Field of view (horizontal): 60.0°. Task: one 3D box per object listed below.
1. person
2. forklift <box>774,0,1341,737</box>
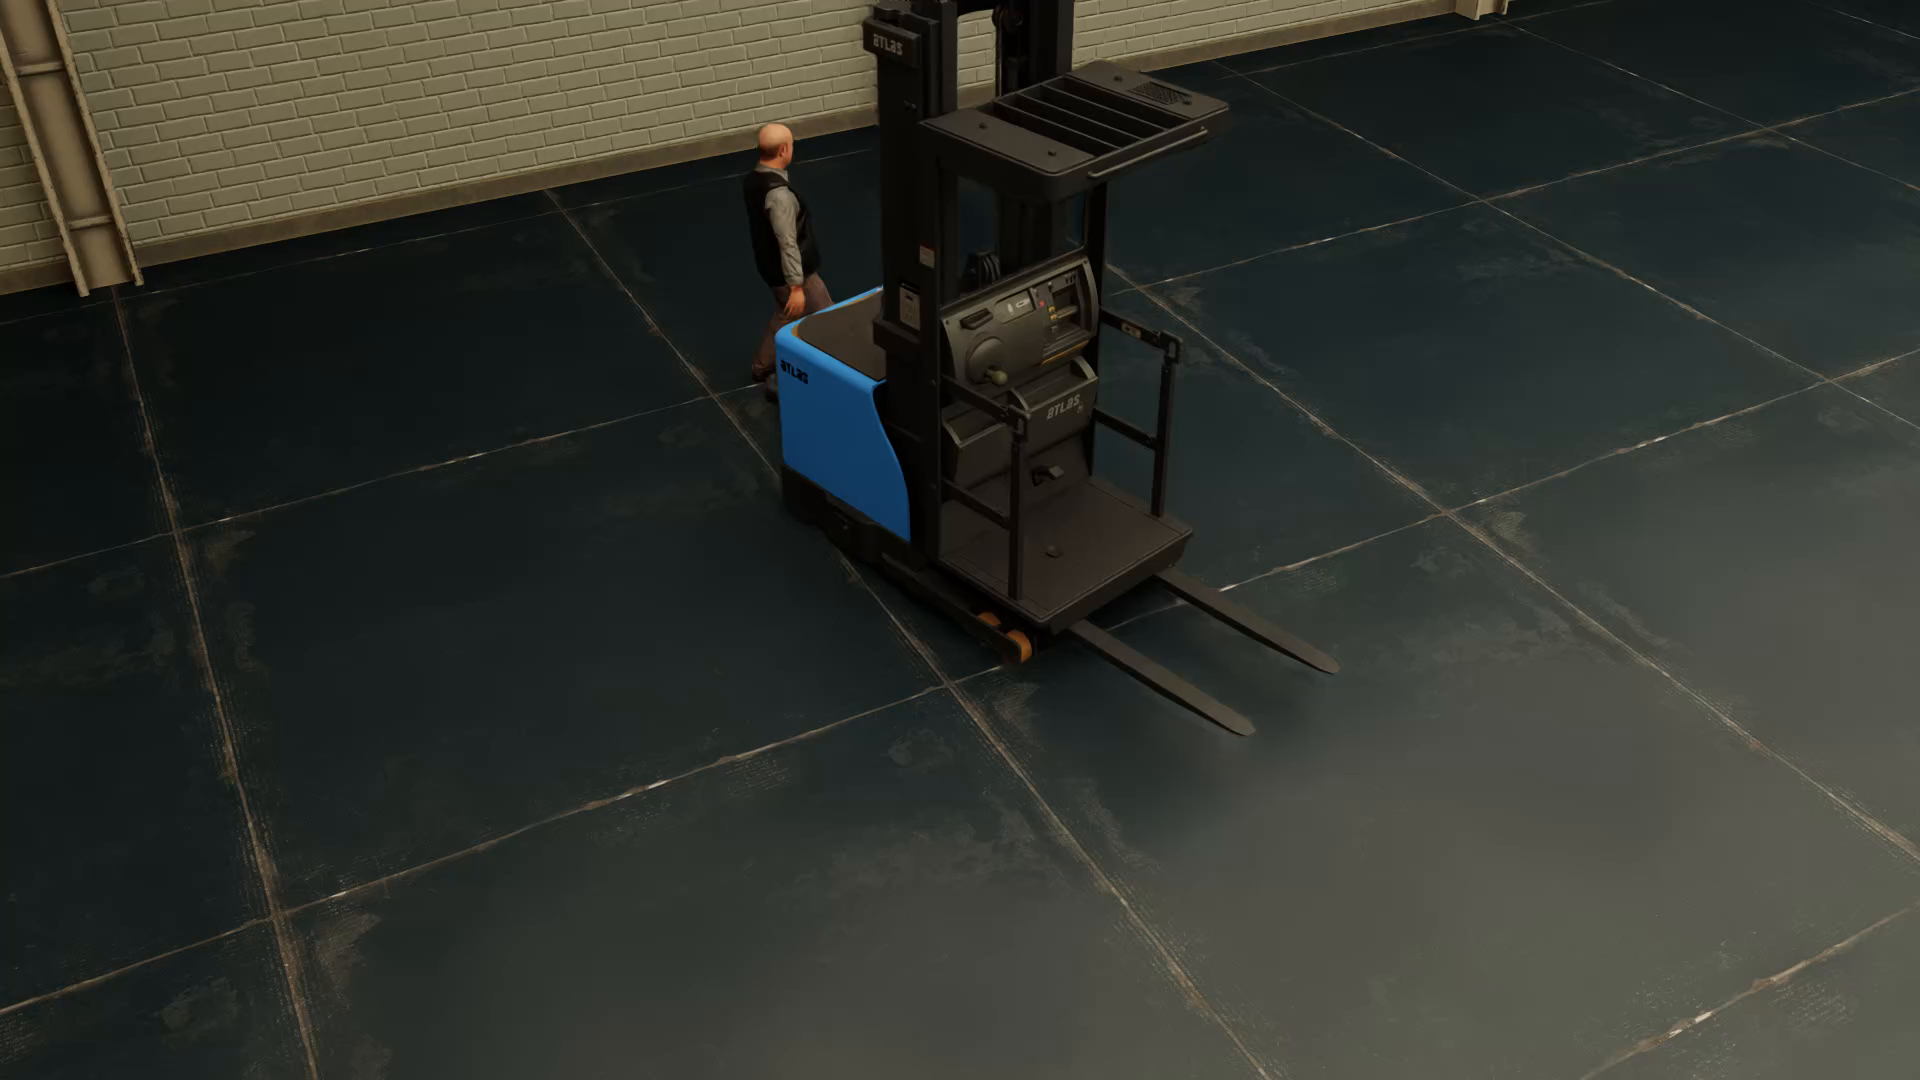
[{"bbox_3d":[-0.973,-1.536,9.432,0.486,1.634,0.885,-13,37,-17],"label":"person"},{"bbox_3d":[0.430,-0.944,7.458,1.130,2.935,3.031,-29,44,-34],"label":"forklift"}]
